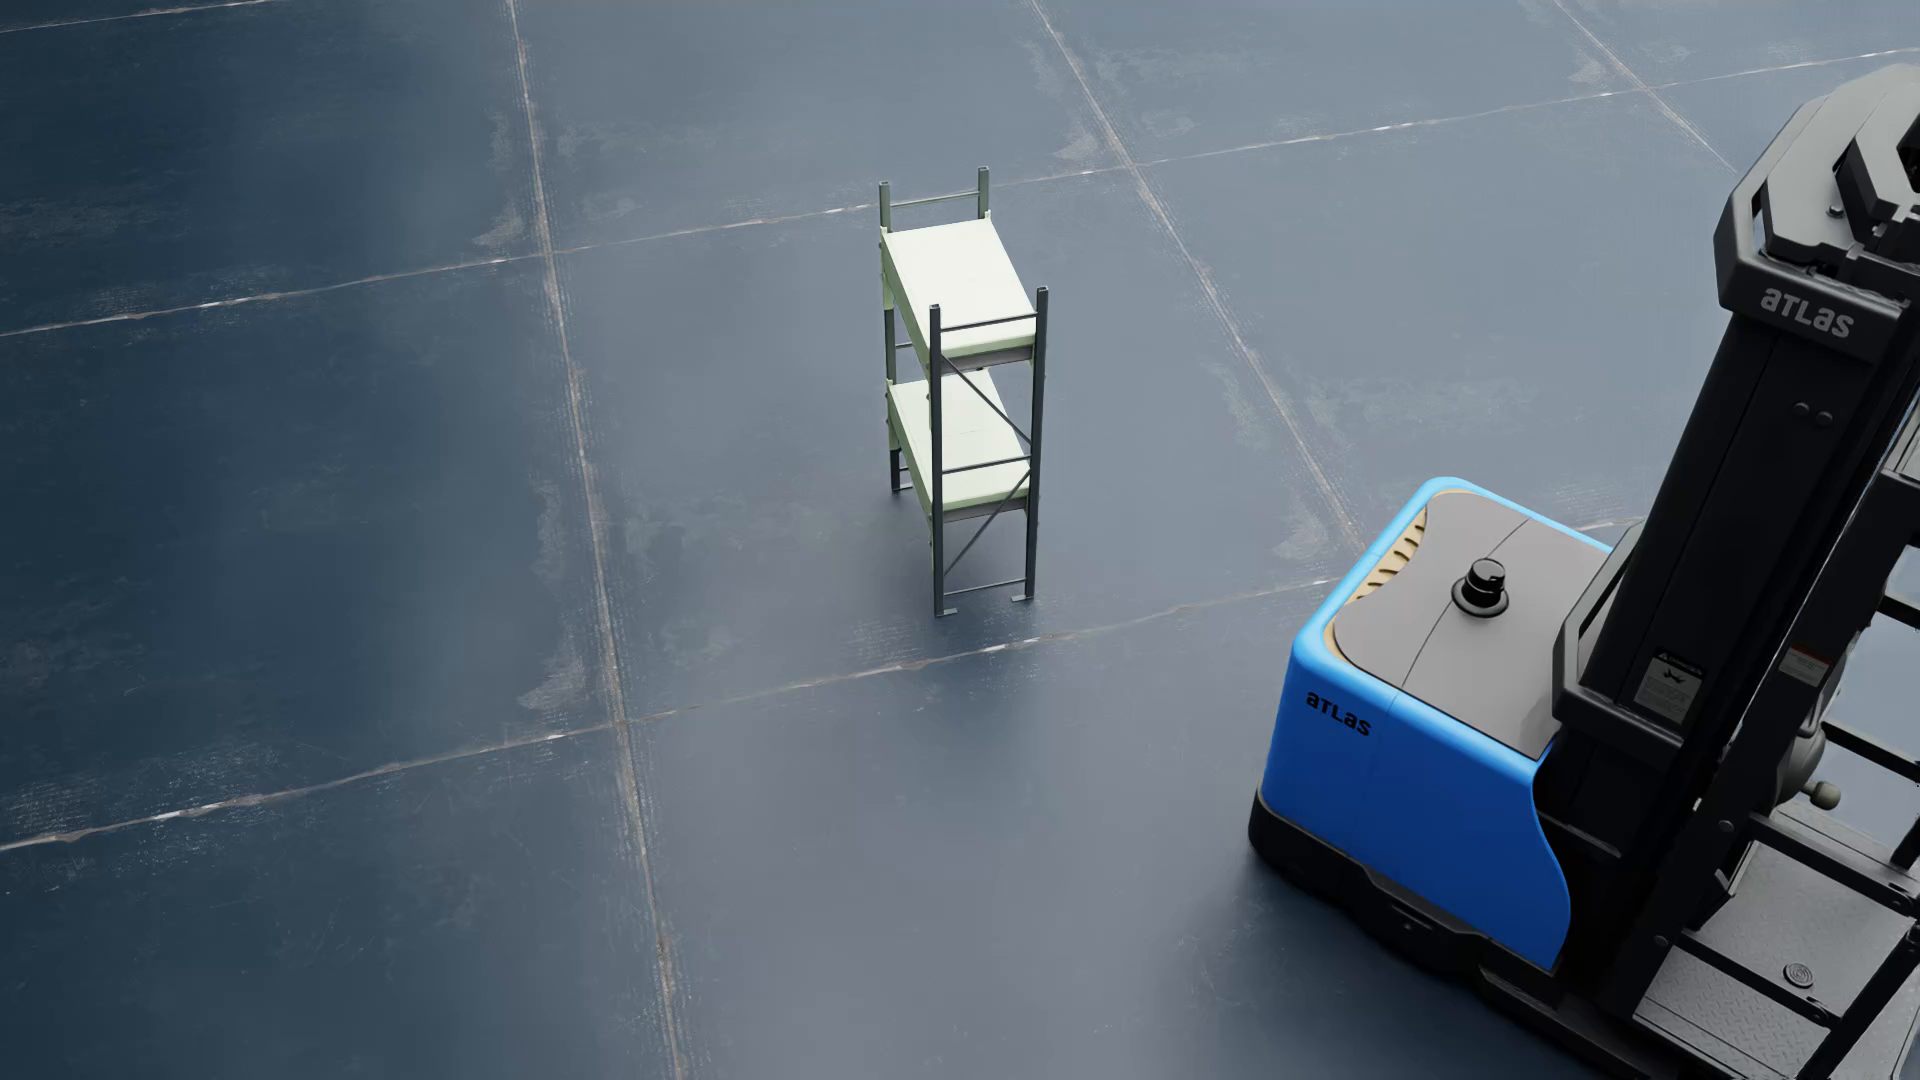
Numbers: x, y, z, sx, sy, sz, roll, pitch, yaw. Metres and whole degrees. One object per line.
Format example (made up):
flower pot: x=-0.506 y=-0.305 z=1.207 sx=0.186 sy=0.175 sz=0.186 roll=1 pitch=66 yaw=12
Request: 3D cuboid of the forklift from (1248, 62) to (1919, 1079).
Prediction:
forklift: x=2.457 y=0.407 z=4.299 sx=3.031 sy=2.935 sz=1.130 roll=29 pitch=52 yaw=25

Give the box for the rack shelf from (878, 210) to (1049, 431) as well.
rack shelf: x=0.002 y=-0.793 z=5.931 sx=0.431 sy=0.370 sz=0.720 roll=-11 pitch=47 yaw=-10

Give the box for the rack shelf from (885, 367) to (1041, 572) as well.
rack shelf: x=0.002 y=-0.292 z=6.443 sx=0.431 sy=0.370 sz=0.720 roll=-11 pitch=47 yaw=-10

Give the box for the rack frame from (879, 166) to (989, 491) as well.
rack frame: x=-0.092 y=-0.773 z=6.457 sx=0.400 sy=1.500 sz=0.023 roll=-11 pitch=47 yaw=-10

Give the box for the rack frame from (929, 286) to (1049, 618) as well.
rack frame: x=0.095 y=-0.268 z=5.962 sx=0.400 sy=1.500 sz=0.023 roll=-11 pitch=47 yaw=-10

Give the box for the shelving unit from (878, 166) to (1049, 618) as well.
shelving unit: x=0.002 y=-0.520 z=6.210 sx=0.431 sy=1.500 sz=0.755 roll=-11 pitch=47 yaw=-10
